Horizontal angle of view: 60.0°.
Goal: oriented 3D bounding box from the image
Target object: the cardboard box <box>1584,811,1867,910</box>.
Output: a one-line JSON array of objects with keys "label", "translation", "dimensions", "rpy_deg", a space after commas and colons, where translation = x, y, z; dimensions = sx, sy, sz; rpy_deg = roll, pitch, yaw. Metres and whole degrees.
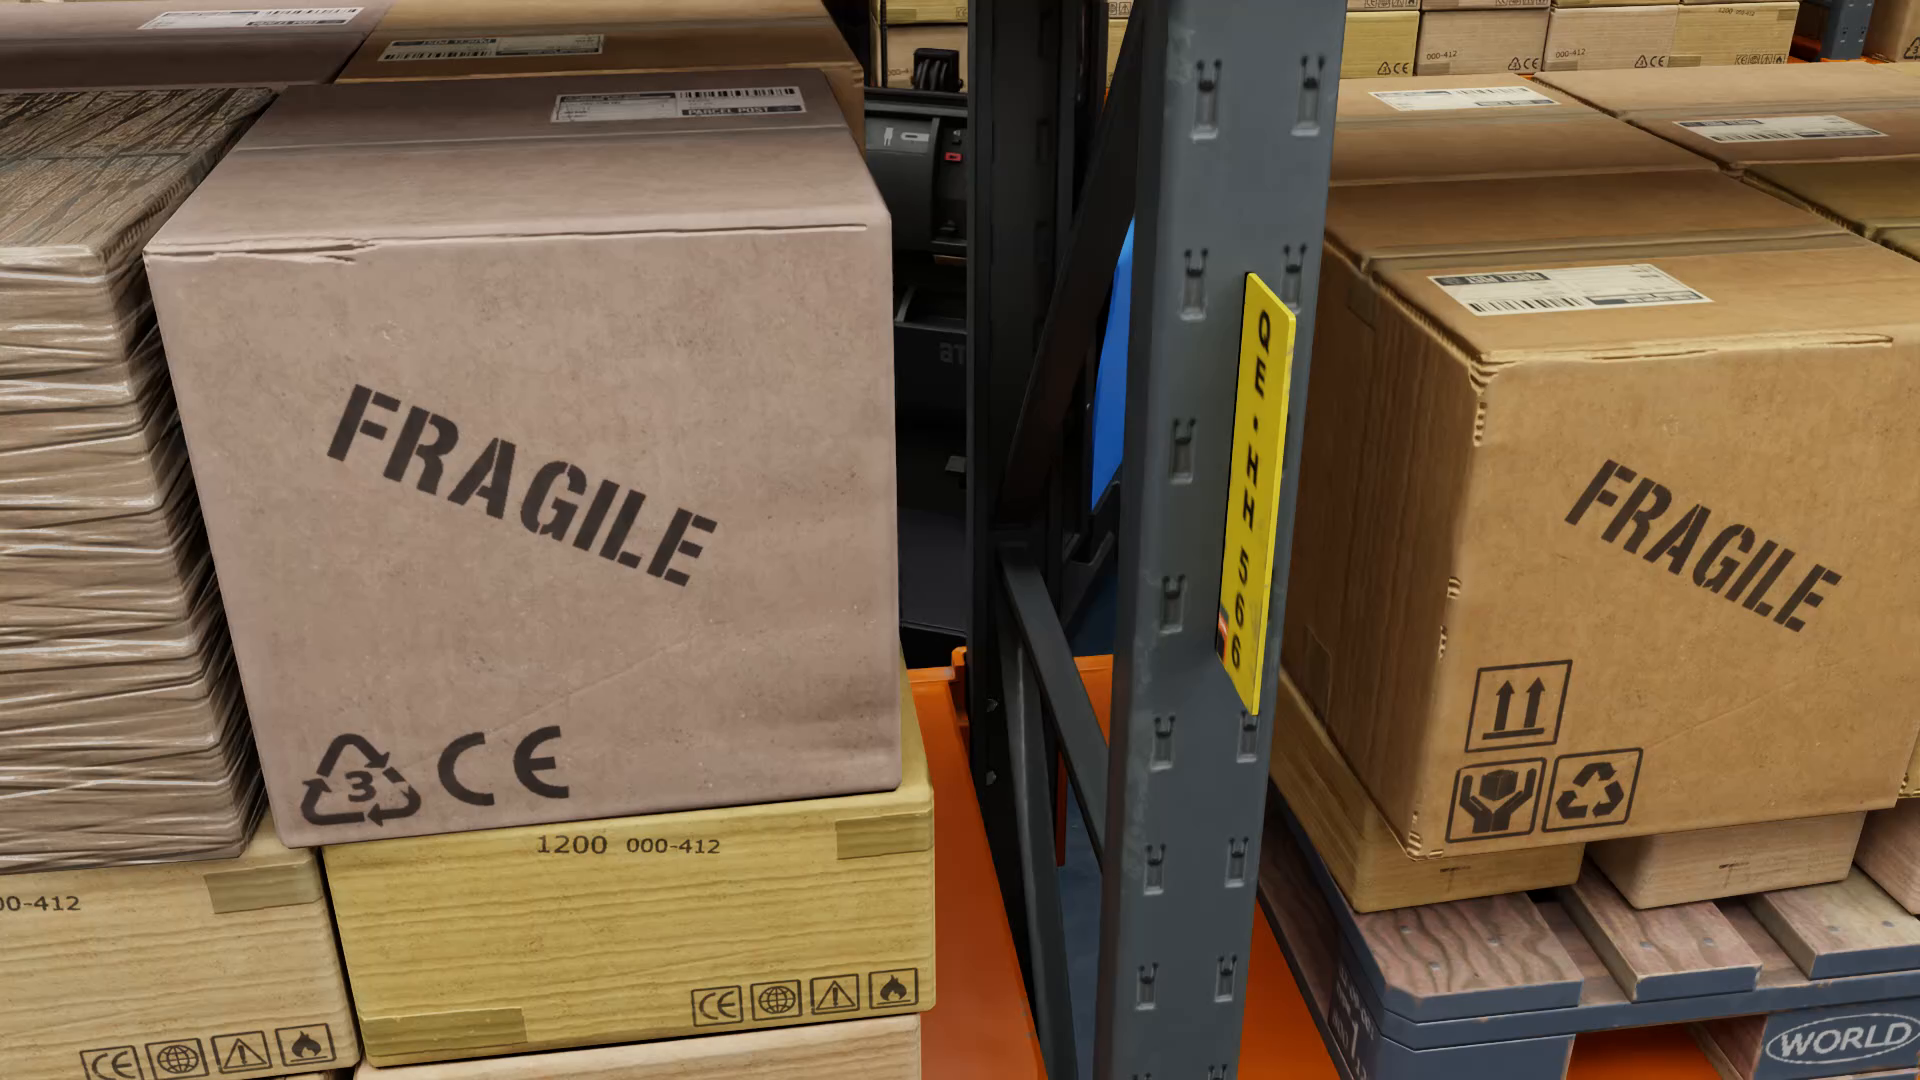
[{"label": "cardboard box", "translation": [0.772, 0.220, 1.850], "dimensions": [0.250, 0.149, 0.380], "rpy_deg": [-5, 28, -10]}]

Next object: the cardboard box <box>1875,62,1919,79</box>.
[{"label": "cardboard box", "translation": [1.562, -0.354, 2.259], "dimensions": [0.500, 0.500, 0.500], "rpy_deg": [-6, 28, -11]}]

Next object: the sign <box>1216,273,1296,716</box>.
[{"label": "sign", "translation": [0.221, -0.030, 1.254], "dimensions": [0.005, 0.325, 0.100], "rpy_deg": [-4, 27, -7]}]

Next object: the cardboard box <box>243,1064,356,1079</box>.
[{"label": "cardboard box", "translation": [-0.828, 0.490, 1.673], "dimensions": [0.500, 0.250, 0.500], "rpy_deg": [-3, 27, -6]}]

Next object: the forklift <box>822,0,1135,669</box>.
[{"label": "forklift", "translation": [-0.215, -0.992, 4.472], "dimensions": [1.130, 2.935, 3.031], "rpy_deg": [9, 28, 16]}]

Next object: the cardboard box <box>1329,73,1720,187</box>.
[{"label": "cardboard box", "translation": [0.551, -0.284, 2.122], "dimensions": [0.500, 0.500, 0.500], "rpy_deg": [-4, 27, -9]}]

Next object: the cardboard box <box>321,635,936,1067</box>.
[{"label": "cardboard box", "translation": [-0.304, 0.225, 1.643], "dimensions": [0.500, 0.250, 0.500], "rpy_deg": [-4, 27, -7]}]

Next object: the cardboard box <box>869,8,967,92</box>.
[{"label": "cardboard box", "translation": [-0.082, -1.860, 6.254], "dimensions": [0.500, 0.250, 0.500], "rpy_deg": [-4, 27, -7]}]

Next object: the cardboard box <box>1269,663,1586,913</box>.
[{"label": "cardboard box", "translation": [0.488, 0.223, 1.845], "dimensions": [0.250, 0.149, 0.380], "rpy_deg": [-5, 28, -10]}]

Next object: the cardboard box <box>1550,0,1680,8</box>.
[{"label": "cardboard box", "translation": [2.447, -2.236, 6.439], "dimensions": [0.500, 0.250, 0.500], "rpy_deg": [-4, 27, -8]}]

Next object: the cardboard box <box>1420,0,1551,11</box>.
[{"label": "cardboard box", "translation": [1.940, -2.207, 6.381], "dimensions": [0.500, 0.250, 0.500], "rpy_deg": [-3, 27, -6]}]

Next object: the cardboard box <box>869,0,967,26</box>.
[{"label": "cardboard box", "translation": [-0.078, -2.071, 6.118], "dimensions": [0.500, 0.250, 0.500], "rpy_deg": [-4, 27, -7]}]

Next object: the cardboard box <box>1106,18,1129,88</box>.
[{"label": "cardboard box", "translation": [0.417, -1.890, 6.312], "dimensions": [0.500, 0.250, 0.500], "rpy_deg": [-4, 27, -8]}]

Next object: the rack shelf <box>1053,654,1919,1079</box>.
[{"label": "rack shelf", "translation": [2.121, 0.427, 2.419], "dimensions": [4.000, 0.370, 1.077], "rpy_deg": [-4, 27, -7]}]

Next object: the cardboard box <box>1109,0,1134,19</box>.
[{"label": "cardboard box", "translation": [0.414, -2.114, 6.201], "dimensions": [0.500, 0.250, 0.500], "rpy_deg": [-3, 27, -5]}]

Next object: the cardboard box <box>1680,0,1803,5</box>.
[{"label": "cardboard box", "translation": [2.955, -2.272, 6.510], "dimensions": [0.500, 0.250, 0.500], "rpy_deg": [-4, 27, -8]}]

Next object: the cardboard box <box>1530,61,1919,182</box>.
[{"label": "cardboard box", "translation": [1.062, -0.322, 2.195], "dimensions": [0.500, 0.500, 0.500], "rpy_deg": [-4, 27, -8]}]

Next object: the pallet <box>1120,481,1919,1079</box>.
[{"label": "pallet", "translation": [0.831, 0.226, 2.233], "dimensions": [1.003, 0.211, 1.213], "rpy_deg": [-4, 27, -7]}]

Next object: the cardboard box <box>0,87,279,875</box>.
[{"label": "cardboard box", "translation": [-0.842, -0.067, 1.391], "dimensions": [0.500, 0.500, 0.500], "rpy_deg": [-3, 27, -6]}]

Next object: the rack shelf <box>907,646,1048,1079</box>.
[{"label": "rack shelf", "translation": [-1.840, 0.682, 1.923], "dimensions": [4.000, 0.370, 1.077], "rpy_deg": [-4, 27, -7]}]

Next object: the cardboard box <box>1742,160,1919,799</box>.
[{"label": "cardboard box", "translation": [1.133, -0.089, 1.743], "dimensions": [0.500, 0.500, 0.500], "rpy_deg": [-2, 27, -4]}]

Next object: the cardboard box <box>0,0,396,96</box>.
[{"label": "cardboard box", "translation": [-0.872, -0.298, 1.840], "dimensions": [0.500, 0.500, 0.500], "rpy_deg": [-4, 27, -7]}]

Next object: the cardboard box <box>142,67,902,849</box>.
[{"label": "cardboard box", "translation": [-0.335, -0.104, 1.461], "dimensions": [0.500, 0.500, 0.500], "rpy_deg": [-4, 27, -9]}]

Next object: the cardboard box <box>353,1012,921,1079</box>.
[{"label": "cardboard box", "translation": [-0.325, 0.451, 1.750], "dimensions": [0.500, 0.250, 0.500], "rpy_deg": [-5, 28, -9]}]

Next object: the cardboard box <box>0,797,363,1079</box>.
[{"label": "cardboard box", "translation": [-0.811, 0.259, 1.576], "dimensions": [0.500, 0.250, 0.500], "rpy_deg": [-4, 27, -8]}]

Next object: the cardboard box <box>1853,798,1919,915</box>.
[{"label": "cardboard box", "translation": [1.050, 0.224, 1.844], "dimensions": [0.250, 0.149, 0.380], "rpy_deg": [-5, 28, -10]}]

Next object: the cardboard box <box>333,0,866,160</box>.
[{"label": "cardboard box", "translation": [-0.382, -0.334, 1.910], "dimensions": [0.500, 0.500, 0.500], "rpy_deg": [-5, 28, -9]}]

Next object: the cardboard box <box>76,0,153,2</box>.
[{"label": "cardboard box", "translation": [-2.716, -1.999, 5.790], "dimensions": [0.500, 0.500, 0.700], "rpy_deg": [-4, 27, -7]}]

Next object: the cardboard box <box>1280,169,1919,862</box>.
[{"label": "cardboard box", "translation": [0.618, -0.053, 1.672], "dimensions": [0.500, 0.500, 0.500], "rpy_deg": [-4, 27, -9]}]

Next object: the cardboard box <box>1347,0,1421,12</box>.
[{"label": "cardboard box", "translation": [1.437, -2.183, 6.335], "dimensions": [0.500, 0.250, 0.500], "rpy_deg": [-3, 27, -6]}]

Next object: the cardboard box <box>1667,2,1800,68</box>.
[{"label": "cardboard box", "translation": [2.943, -2.046, 6.617], "dimensions": [0.500, 0.250, 0.500], "rpy_deg": [-3, 27, -6]}]

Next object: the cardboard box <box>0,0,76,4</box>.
[{"label": "cardboard box", "translation": [-3.087, -1.797, 5.653], "dimensions": [0.258, 0.266, 0.396], "rpy_deg": [-2, 27, -5]}]

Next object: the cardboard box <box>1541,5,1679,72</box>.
[{"label": "cardboard box", "translation": [2.446, -2.012, 6.550], "dimensions": [0.500, 0.250, 0.500], "rpy_deg": [-4, 27, -7]}]

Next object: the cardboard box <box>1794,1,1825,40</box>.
[{"label": "cardboard box", "translation": [3.813, -2.459, 7.147], "dimensions": [0.500, 0.500, 0.500], "rpy_deg": [-4, 27, -7]}]

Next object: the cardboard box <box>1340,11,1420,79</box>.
[{"label": "cardboard box", "translation": [1.440, -1.958, 6.444], "dimensions": [0.500, 0.250, 0.500], "rpy_deg": [-3, 27, -5]}]

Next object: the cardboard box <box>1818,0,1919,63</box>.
[{"label": "cardboard box", "translation": [3.882, -2.218, 6.678], "dimensions": [0.500, 0.500, 0.500], "rpy_deg": [-4, 27, -9]}]

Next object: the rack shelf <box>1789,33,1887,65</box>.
[{"label": "rack shelf", "translation": [5.386, -2.071, 7.288], "dimensions": [4.000, 0.370, 1.077], "rpy_deg": [-4, 27, -7]}]

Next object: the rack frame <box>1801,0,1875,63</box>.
[{"label": "rack frame", "translation": [3.406, -2.263, 6.876], "dimensions": [0.127, 3.000, 1.000], "rpy_deg": [-4, 27, -7]}]

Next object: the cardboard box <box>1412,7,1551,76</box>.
[{"label": "cardboard box", "translation": [1.950, -1.994, 6.515], "dimensions": [0.500, 0.250, 0.500], "rpy_deg": [-4, 27, -7]}]

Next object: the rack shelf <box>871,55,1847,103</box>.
[{"label": "rack shelf", "translation": [1.425, -1.816, 6.792], "dimensions": [4.000, 0.370, 1.077], "rpy_deg": [-4, 27, -7]}]
